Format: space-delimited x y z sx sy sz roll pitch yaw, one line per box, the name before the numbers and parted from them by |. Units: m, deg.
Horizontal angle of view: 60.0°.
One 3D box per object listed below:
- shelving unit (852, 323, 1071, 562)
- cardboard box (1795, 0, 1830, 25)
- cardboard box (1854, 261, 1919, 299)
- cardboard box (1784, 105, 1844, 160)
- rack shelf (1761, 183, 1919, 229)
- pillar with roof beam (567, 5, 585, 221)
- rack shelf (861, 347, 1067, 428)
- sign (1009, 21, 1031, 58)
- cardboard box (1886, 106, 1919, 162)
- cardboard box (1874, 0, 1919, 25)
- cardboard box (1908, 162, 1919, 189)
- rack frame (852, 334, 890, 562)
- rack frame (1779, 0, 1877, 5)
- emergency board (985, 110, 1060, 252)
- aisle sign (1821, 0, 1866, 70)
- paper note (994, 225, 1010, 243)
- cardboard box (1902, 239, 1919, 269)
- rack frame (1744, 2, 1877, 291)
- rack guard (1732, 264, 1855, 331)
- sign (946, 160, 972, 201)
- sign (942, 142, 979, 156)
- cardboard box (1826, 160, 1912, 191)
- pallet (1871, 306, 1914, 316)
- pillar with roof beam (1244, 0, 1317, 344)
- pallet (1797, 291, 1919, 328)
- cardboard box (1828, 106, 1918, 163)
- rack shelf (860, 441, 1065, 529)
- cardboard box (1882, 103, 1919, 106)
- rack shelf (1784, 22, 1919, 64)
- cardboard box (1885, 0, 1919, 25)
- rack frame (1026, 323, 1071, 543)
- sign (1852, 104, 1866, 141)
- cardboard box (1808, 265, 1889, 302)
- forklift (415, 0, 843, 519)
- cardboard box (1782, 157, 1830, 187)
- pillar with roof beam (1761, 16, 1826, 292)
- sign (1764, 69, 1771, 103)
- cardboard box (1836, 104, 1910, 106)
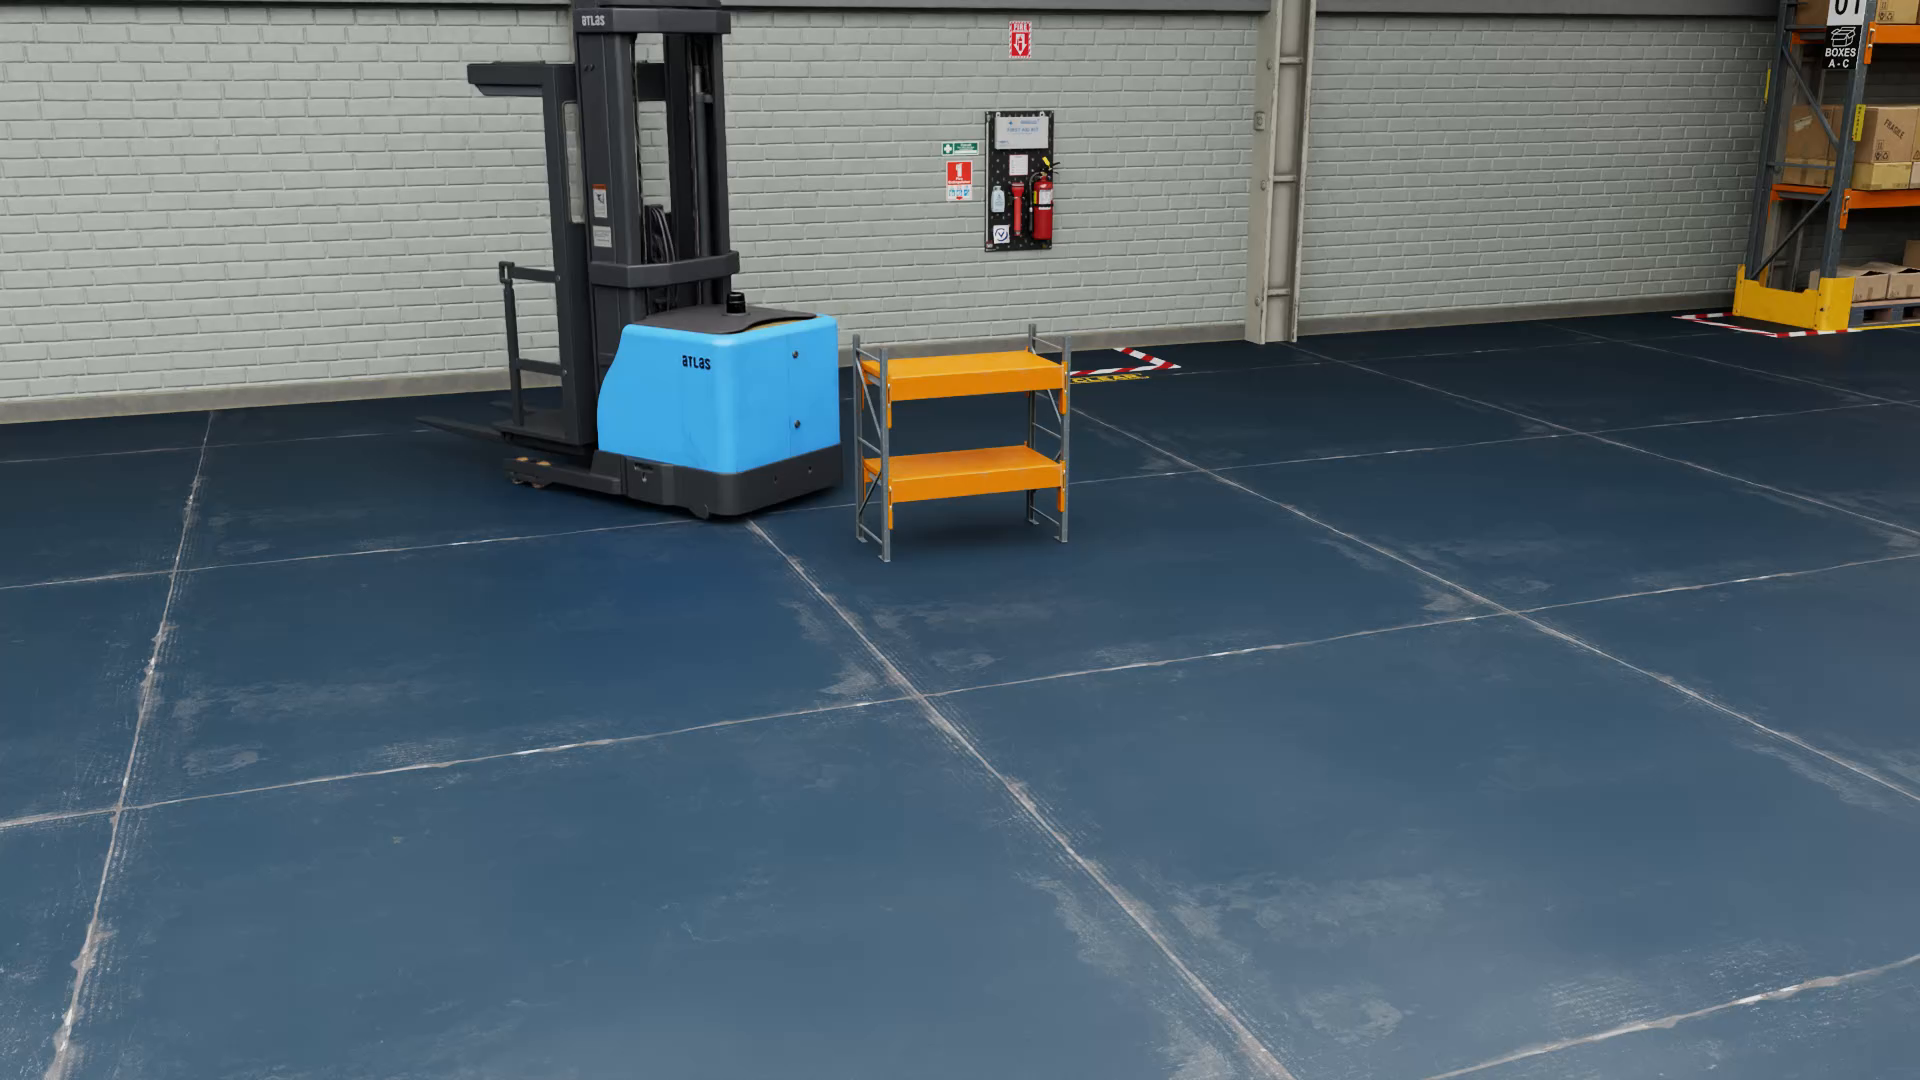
shelving unit | 0.006 -0.540 8.942 1.048 1.125 0.538 -6 17 -20
cardboard box | 8.426 -5.199 15.944 0.500 0.500 0.500 -5 17 -16
cardboard box | 9.338 -2.618 16.682 0.500 0.311 0.500 -5 17 -15
cardboard box | 8.491 -3.995 16.278 0.500 0.500 0.500 -6 18 -21
rack shelf | 9.995 -3.450 16.801 4.000 0.370 1.077 -6 17 -20
pillar with roof beam | -1.194 -4.428 8.206 0.400 9.000 9.100 -6 17 -20
rack shelf | 0.006 -0.821 8.860 1.000 0.278 0.538 -6 17 -20
sign | 0.504 -4.186 13.914 0.199 0.298 0.001 -6 17 -20
cardboard box | 9.146 -3.908 15.981 0.500 0.500 0.500 -6 17 -20
cardboard box | 8.529 -5.059 15.464 0.500 0.500 0.500 -6 17 -19
cardboard box | 9.176 -3.553 16.105 0.500 0.250 0.500 -7 18 -22
rack frame | -0.468 -0.489 8.768 0.032 1.125 0.500 -6 17 -20
rack frame | 8.127 -6.472 15.168 0.127 3.000 1.000 -6 17 -20
emergency board | 0.547 -3.048 14.154 0.643 1.169 0.194 -6 17 -20
aisle sign | 8.167 -4.755 15.353 0.004 0.787 0.394 -6 17 -20
paper note | 0.357 -2.626 14.279 0.142 0.148 0.016 -6 17 -20
cardboard box | 10.041 -2.770 16.863 0.500 0.500 0.700 -7 18 -24
rack frame | 8.127 -3.594 16.013 0.127 3.000 1.000 -6 17 -20
rack guard | 8.198 -2.402 16.391 0.348 0.500 1.175 -6 17 -20
sign | -0.006 -3.037 14.052 0.234 0.329 0.001 -6 17 -20
sign | 0.002 -3.289 13.971 0.331 0.109 0.001 -6 17 -20
cardboard box | 8.696 -3.497 15.914 0.500 0.250 0.500 -7 18 -22
pallet | 10.107 -2.458 17.094 1.213 0.211 1.003 -6 17 -20
pillar with roof beam | 4.409 -5.033 10.266 0.400 9.000 9.100 -6 17 -20
pallet | 8.969 -2.336 16.679 1.213 0.211 1.003 -6 17 -20
cardboard box | 8.680 -3.860 15.820 0.500 0.500 0.500 -6 17 -20
rack shelf | 0.006 -0.306 9.011 1.000 0.278 0.538 -6 17 -20
cardboard box | 9.446 -4.096 16.623 0.500 0.500 0.500 -7 18 -22
rack shelf | 9.995 -4.890 16.378 4.000 0.370 1.077 -6 17 -20
cardboard box | 9.043 -5.103 15.617 0.500 0.500 0.500 -5 17 -16
rack frame | 0.481 -0.592 9.117 0.032 1.125 0.500 -6 17 -20
sign | 8.321 -3.867 15.405 0.005 0.325 0.100 -6 17 -20
cardboard box | 8.805 -2.561 16.487 0.500 0.311 0.500 -8 18 -26
forklift | -2.201 -1.829 10.125 3.031 2.935 1.130 11 20 34
cardboard box | 8.494 -3.630 16.365 0.500 0.250 0.500 -6 17 -19
pillar with roof beam | 10.012 -5.638 12.326 0.400 9.000 9.100 -6 17 -20
sign | 7.947 -4.449 16.309 0.005 0.325 0.100 -6 17 -20
cardboard box | 8.965 -4.043 16.442 0.500 0.500 0.500 -6 17 -19
